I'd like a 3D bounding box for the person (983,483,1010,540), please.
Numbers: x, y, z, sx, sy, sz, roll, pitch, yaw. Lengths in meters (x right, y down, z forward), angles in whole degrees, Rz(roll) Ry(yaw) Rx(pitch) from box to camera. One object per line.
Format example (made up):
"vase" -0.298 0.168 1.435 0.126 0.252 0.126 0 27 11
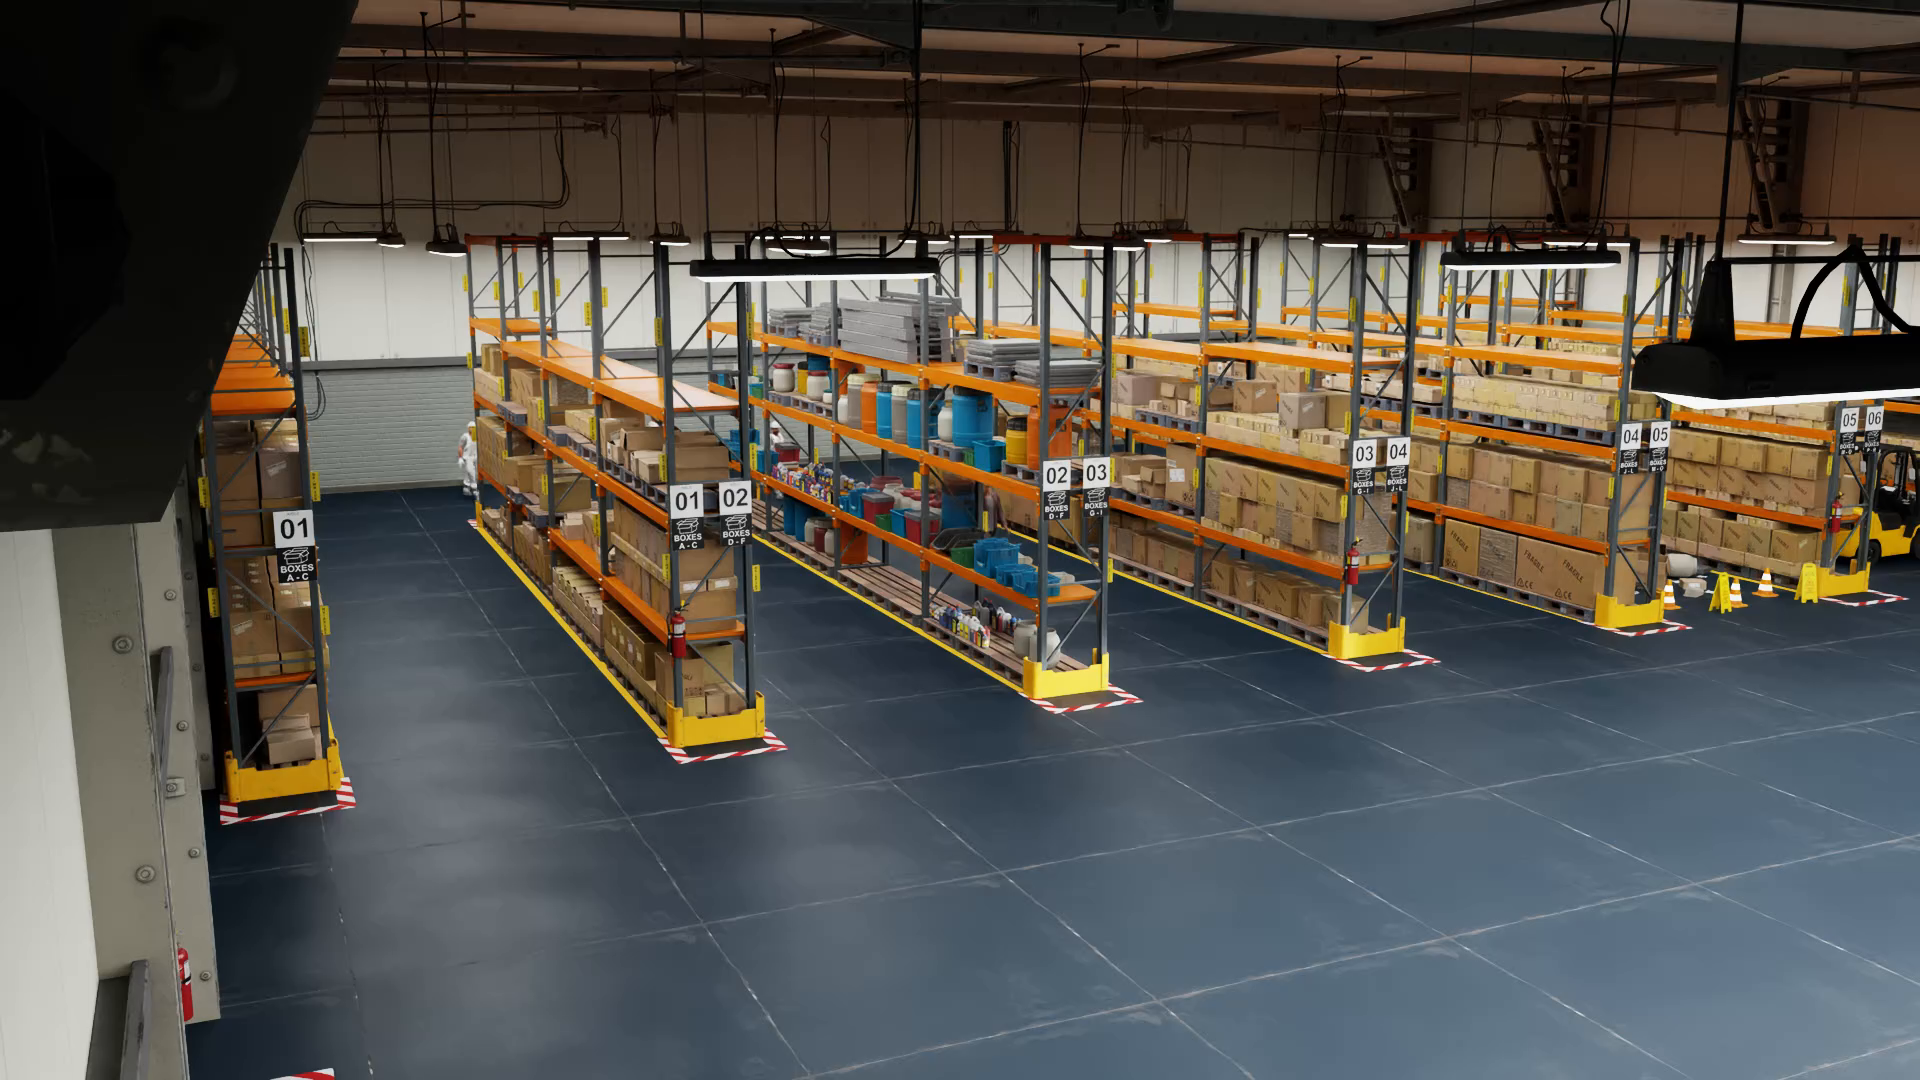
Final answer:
"person" 0.480 -0.193 28.087 0.599 1.725 1.111 -9 14 -38

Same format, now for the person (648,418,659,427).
"person" -7.307 -2.180 39.744 0.469 1.773 0.586 -3 11 -15

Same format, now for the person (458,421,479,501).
"person" -11.103 -1.808 37.850 0.882 1.798 0.574 8 13 34

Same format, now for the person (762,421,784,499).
"person" -4.229 -1.829 37.831 0.720 1.774 0.543 4 12 21
